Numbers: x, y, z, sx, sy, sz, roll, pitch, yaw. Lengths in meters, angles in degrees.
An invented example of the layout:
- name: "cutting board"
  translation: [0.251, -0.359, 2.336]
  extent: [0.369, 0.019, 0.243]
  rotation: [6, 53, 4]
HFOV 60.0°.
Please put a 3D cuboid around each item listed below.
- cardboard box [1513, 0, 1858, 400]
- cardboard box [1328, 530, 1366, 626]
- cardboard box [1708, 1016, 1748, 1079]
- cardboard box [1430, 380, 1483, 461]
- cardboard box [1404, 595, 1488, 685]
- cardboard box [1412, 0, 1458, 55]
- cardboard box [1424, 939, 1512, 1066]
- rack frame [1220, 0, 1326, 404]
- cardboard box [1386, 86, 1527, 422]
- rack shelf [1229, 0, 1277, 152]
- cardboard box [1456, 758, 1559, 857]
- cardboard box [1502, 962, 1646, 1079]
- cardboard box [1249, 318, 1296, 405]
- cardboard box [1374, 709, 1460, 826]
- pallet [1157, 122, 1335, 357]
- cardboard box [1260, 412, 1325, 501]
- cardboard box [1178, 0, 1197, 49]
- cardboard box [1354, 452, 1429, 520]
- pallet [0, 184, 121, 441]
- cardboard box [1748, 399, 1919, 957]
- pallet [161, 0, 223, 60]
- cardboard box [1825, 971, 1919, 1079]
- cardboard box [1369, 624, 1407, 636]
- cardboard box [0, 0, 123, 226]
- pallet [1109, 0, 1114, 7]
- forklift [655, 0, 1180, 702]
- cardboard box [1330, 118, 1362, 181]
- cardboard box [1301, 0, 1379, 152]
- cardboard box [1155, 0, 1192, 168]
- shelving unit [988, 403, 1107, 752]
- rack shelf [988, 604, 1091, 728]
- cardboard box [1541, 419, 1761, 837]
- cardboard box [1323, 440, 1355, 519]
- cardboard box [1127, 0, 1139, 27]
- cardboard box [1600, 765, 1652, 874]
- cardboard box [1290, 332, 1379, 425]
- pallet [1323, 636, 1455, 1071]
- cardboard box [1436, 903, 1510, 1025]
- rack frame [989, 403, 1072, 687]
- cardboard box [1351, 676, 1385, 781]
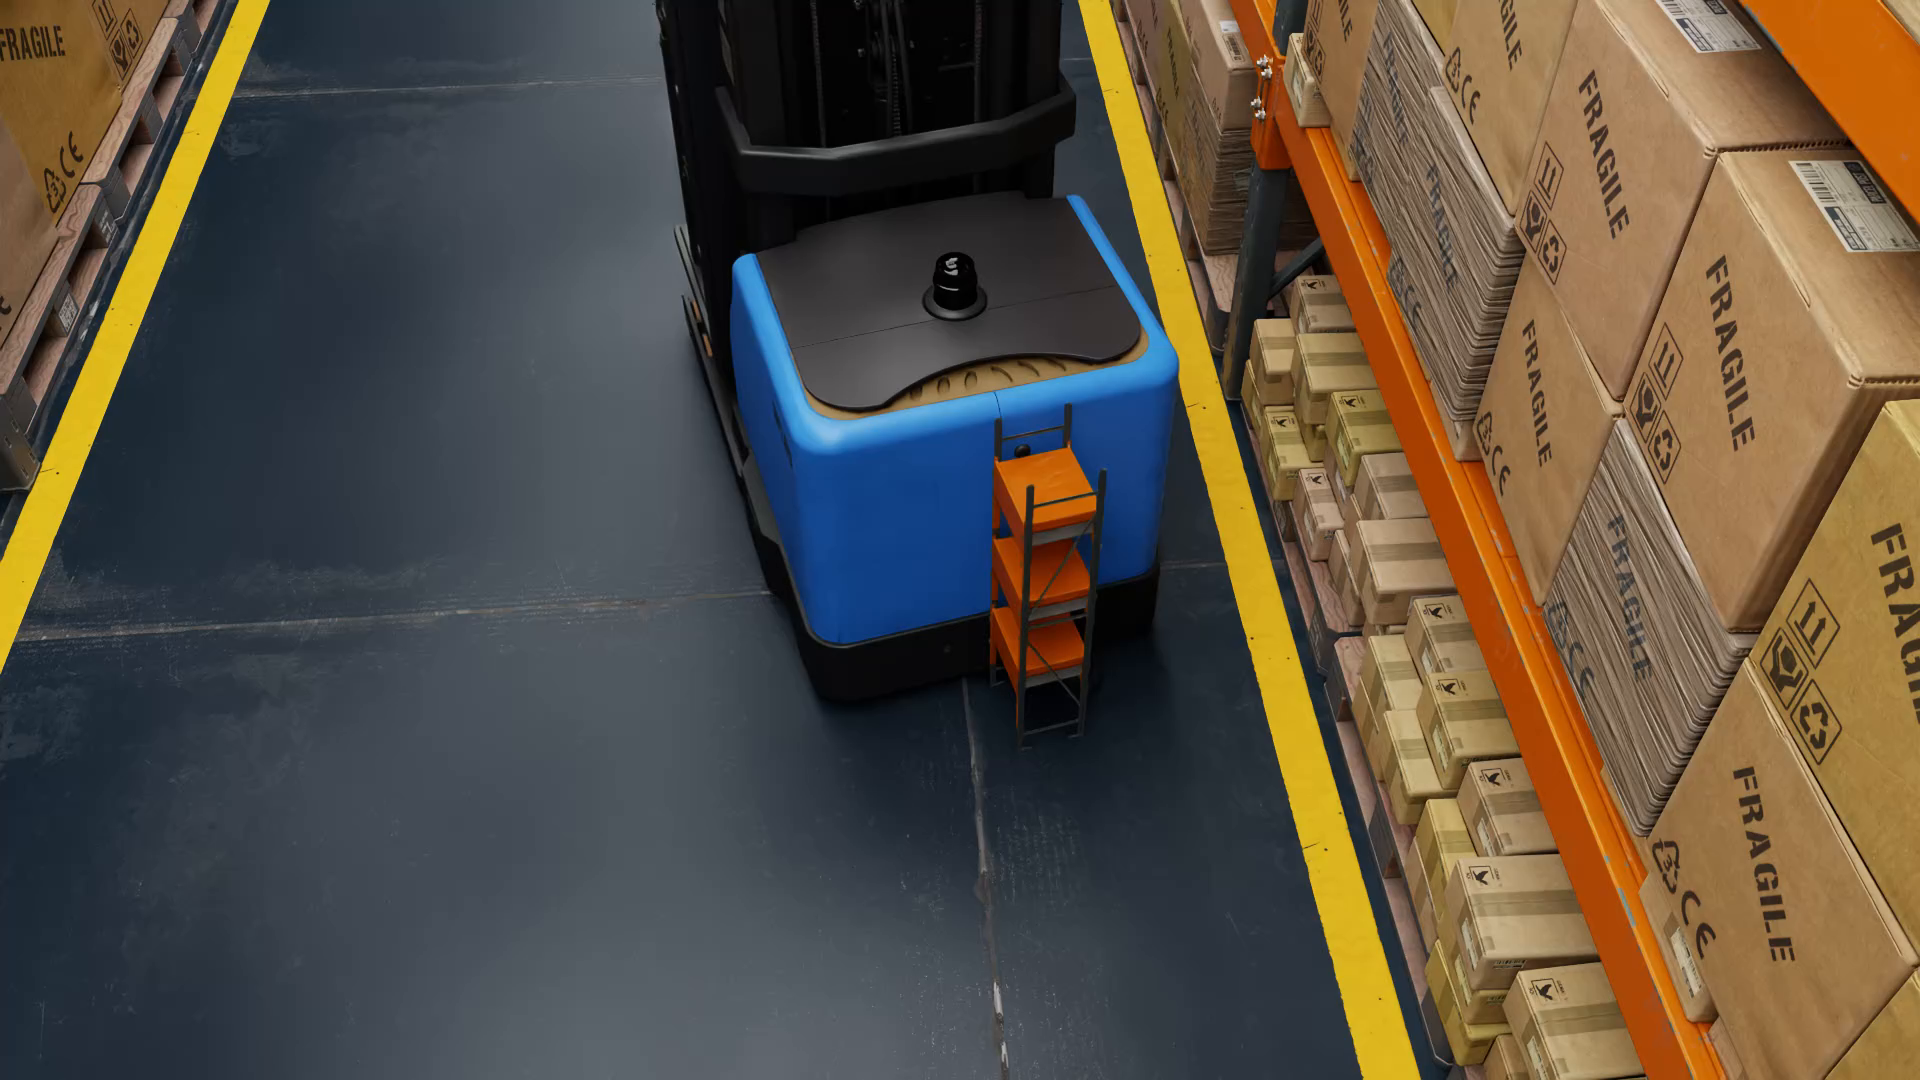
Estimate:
- name: "cardboard box"
  translation: [1.312, -0.602, 2.792]
  extent: [0.500, 0.500, 0.500]
  rotation: [-5, 47, -5]
- name: "cardboard box"
  translation: [1.282, 0.094, 4.769]
  extent: [0.380, 0.149, 0.250]
  rotation: [-4, 47, -4]
- name: "cardboard box"
  translation: [1.412, 0.824, 2.576]
  extent: [0.380, 0.149, 0.250]
  rotation: [-4, 47, -4]
- name: "cardboard box"
  translation: [1.262, -0.314, 3.654]
  extent: [0.380, 0.149, 0.250]
  rotation: [-2, 47, -2]
- name: "cardboard box"
  translation: [1.352, 0.270, 4.193]
  extent: [0.380, 0.149, 0.250]
  rotation: [-5, 47, -5]
- name: "cardboard box"
  translation: [1.259, -1.340, 3.491]
  extent: [0.500, 0.500, 0.500]
  rotation: [-5, 47, -4]
- name: "cardboard box"
  translation: [1.312, 1.052, 3.862]
  extent: [0.380, 0.149, 0.250]
  rotation: [-5, 47, -5]
- name: "rack frame"
  translation: [1.405, -1.575, 4.675]
  extent: [1.000, 3.000, 0.127]
  rotation: [-3, 47, -3]
- name: "cardboard box"
  translation: [1.251, -0.614, 3.491]
  extent: [0.500, 0.500, 0.500]
  rotation: [-4, 47, -4]
- name: "rack shelf"
  translation: [1.238, -2.774, 6.307]
  extent: [1.077, 0.370, 4.000]
  rotation: [-3, 47, -3]
- name: "cardboard box"
  translation: [1.383, 0.638, 3.844]
  extent: [0.380, 0.149, 0.250]
  rotation: [-5, 47, -5]
- name: "cardboard box"
  translation: [1.373, 1.027, 3.476]
  extent: [0.380, 0.149, 0.250]
  rotation: [-5, 47, -5]
- name: "cardboard box"
  translation: [1.117, -0.559, 5.183]
  extent: [0.380, 0.149, 0.250]
  rotation: [-2, 47, -1]
- name: "cardboard box"
  translation: [1.257, 0.554, 4.128]
  extent: [0.380, 0.149, 0.250]
  rotation: [-3, 47, -3]
- name: "pallet"
  translation: [1.339, -1.179, 6.221]
  extent: [1.003, 0.211, 1.213]
  rotation: [-3, 47, -3]
- name: "cardboard box"
  translation: [1.138, -0.263, 5.108]
  extent: [0.380, 0.149, 0.250]
  rotation: [-2, 47, -2]
- name: "cardboard box"
  translation: [1.061, -2.014, 6.007]
  extent: [0.500, 0.250, 0.500]
  rotation: [-1, 47, -1]
- name: "cardboard box"
  translation: [1.307, -0.111, 4.554]
  extent: [0.380, 0.149, 0.250]
  rotation: [-5, 47, -4]
- name: "pallet"
  translation: [-3.658, -0.796, 5.858]
  extent: [1.003, 0.211, 1.213]
  rotation: [-3, 47, -3]
- name: "cardboard box"
  translation: [1.412, 0.156, 2.074]
  extent: [0.500, 0.500, 0.500]
  rotation: [-5, 47, -5]
- name: "pallet"
  translation: [-3.863, -2.561, 7.530]
  extent: [1.003, 0.211, 1.213]
  rotation: [-3, 47, -3]
- name: "cardboard box"
  translation: [1.446, 0.873, 2.083]
  extent: [0.500, 0.500, 0.500]
  rotation: [-3, 47, -2]
- name: "cardboard box"
  translation: [1.303, 0.188, 4.475]
  extent: [0.380, 0.149, 0.250]
  rotation: [-2, 47, -1]
- name: "cardboard box"
  translation: [-3.734, -1.711, 5.979]
  extent: [0.875, 0.875, 0.875]
  rotation: [-2, 47, -2]
- name: "pallet"
  translation: [1.135, -2.944, 7.893]
  extent: [1.003, 0.211, 1.213]
  rotation: [-3, 47, -3]
- name: "forklift"
  translation: [-0.341, -1.642, 4.787]
  extent: [1.130, 2.935, 3.031]
  rotation: [-13, 48, -12]
- name: "cardboard box"
  translation: [1.199, -1.081, 4.381]
  extent: [0.380, 0.149, 0.250]
  rotation: [-2, 47, -2]
- name: "cardboard box"
  translation: [1.196, -1.338, 4.177]
  extent: [0.500, 0.500, 0.500]
  rotation: [-4, 47, -4]
- name: "cardboard box"
  translation: [1.050, -1.751, 6.275]
  extent: [0.500, 0.500, 0.500]
  rotation: [-4, 47, -4]
- name: "shelving unit"
  translation: [0.218, 0.129, 4.405]
  extent: [0.215, 1.050, 0.252]
  rotation: [-13, 48, -12]
- name: "rack shelf"
  translation: [0.218, 0.327, 4.614]
  extent: [0.215, 0.259, 0.240]
  rotation: [-13, 48, -12]
- name: "cardboard box"
  translation: [1.356, 0.134, 2.783]
  extent: [0.500, 0.500, 0.500]
  rotation: [-3, 47, -3]
- name: "cardboard box"
  translation: [1.284, -0.208, 4.850]
  extent: [0.380, 0.149, 0.250]
  rotation: [-4, 47, -4]
- name: "cardboard box"
  translation: [0.969, -2.492, 6.976]
  extent: [0.500, 0.500, 0.500]
  rotation: [-5, 47, -4]
- name: "cardboard box"
  translation: [1.375, 0.449, 2.932]
  extent: [0.380, 0.149, 0.250]
  rotation: [-5, 47, -5]
- name: "cardboard box"
  translation: [1.192, -0.479, 4.902]
  extent: [0.380, 0.149, 0.250]
  rotation: [-1, 47, -1]
- name: "pallet"
  translation: [1.602, 0.753, 4.392]
  extent: [1.003, 0.211, 1.213]
  rotation: [-3, 47, -3]
- name: "cardboard box"
  translation: [1.310, 0.939, 3.765]
  extent: [0.380, 0.149, 0.250]
  rotation: [-3, 47, -3]
- name: "rack frame"
  translation: [0.182, 0.044, 4.485]
  extent: [0.200, 1.050, 0.008]
  rotation: [-13, 48, -12]
- name: "cardboard box"
  translation: [1.265, 0.480, 4.403]
  extent: [0.380, 0.149, 0.250]
  rotation: [-5, 47, -4]
